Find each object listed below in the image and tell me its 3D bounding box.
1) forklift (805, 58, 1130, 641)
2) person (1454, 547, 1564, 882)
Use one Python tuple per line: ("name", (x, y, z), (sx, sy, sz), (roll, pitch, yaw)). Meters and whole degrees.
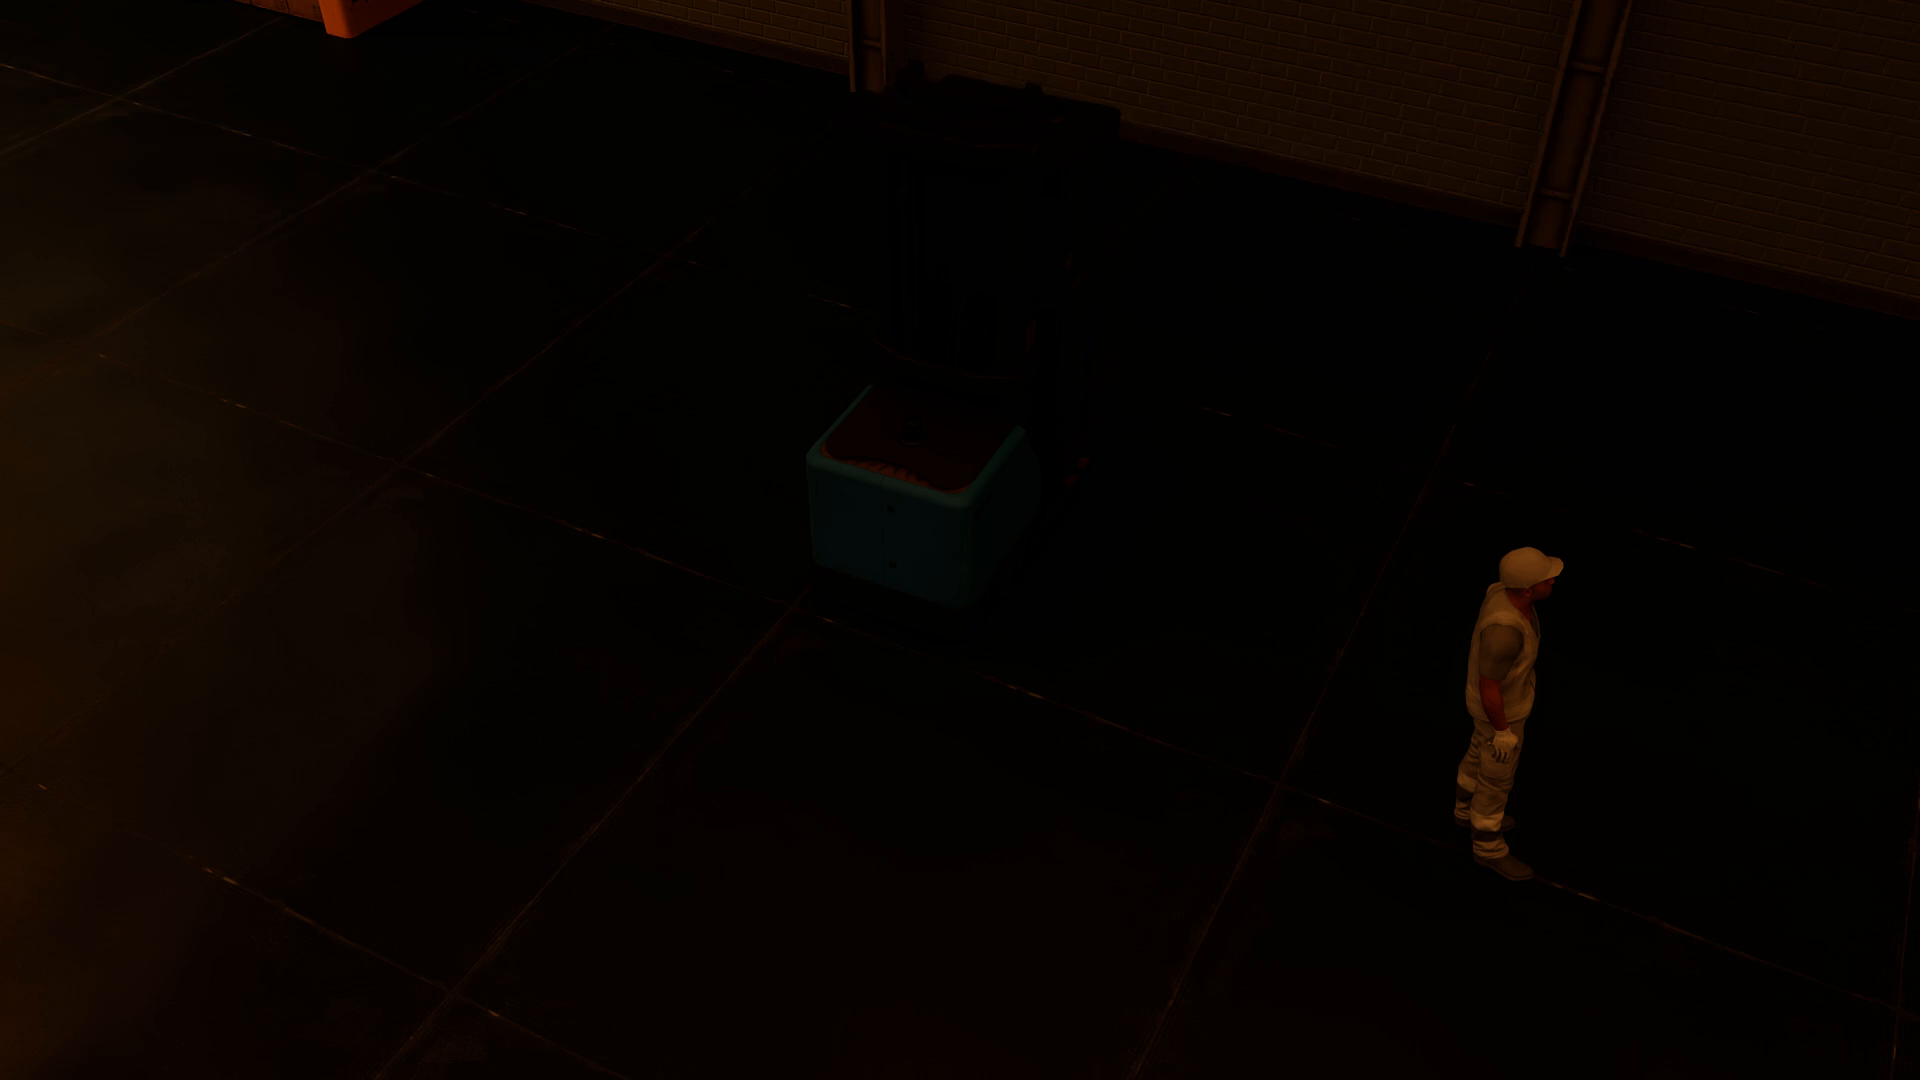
("forklift", (0.219, -1.491, 9.756), (1.130, 2.935, 3.031), (17, 43, 19))
("person", (2.655, 0.789, 7.925), (0.564, 1.787, 0.637), (13, 42, 14))
